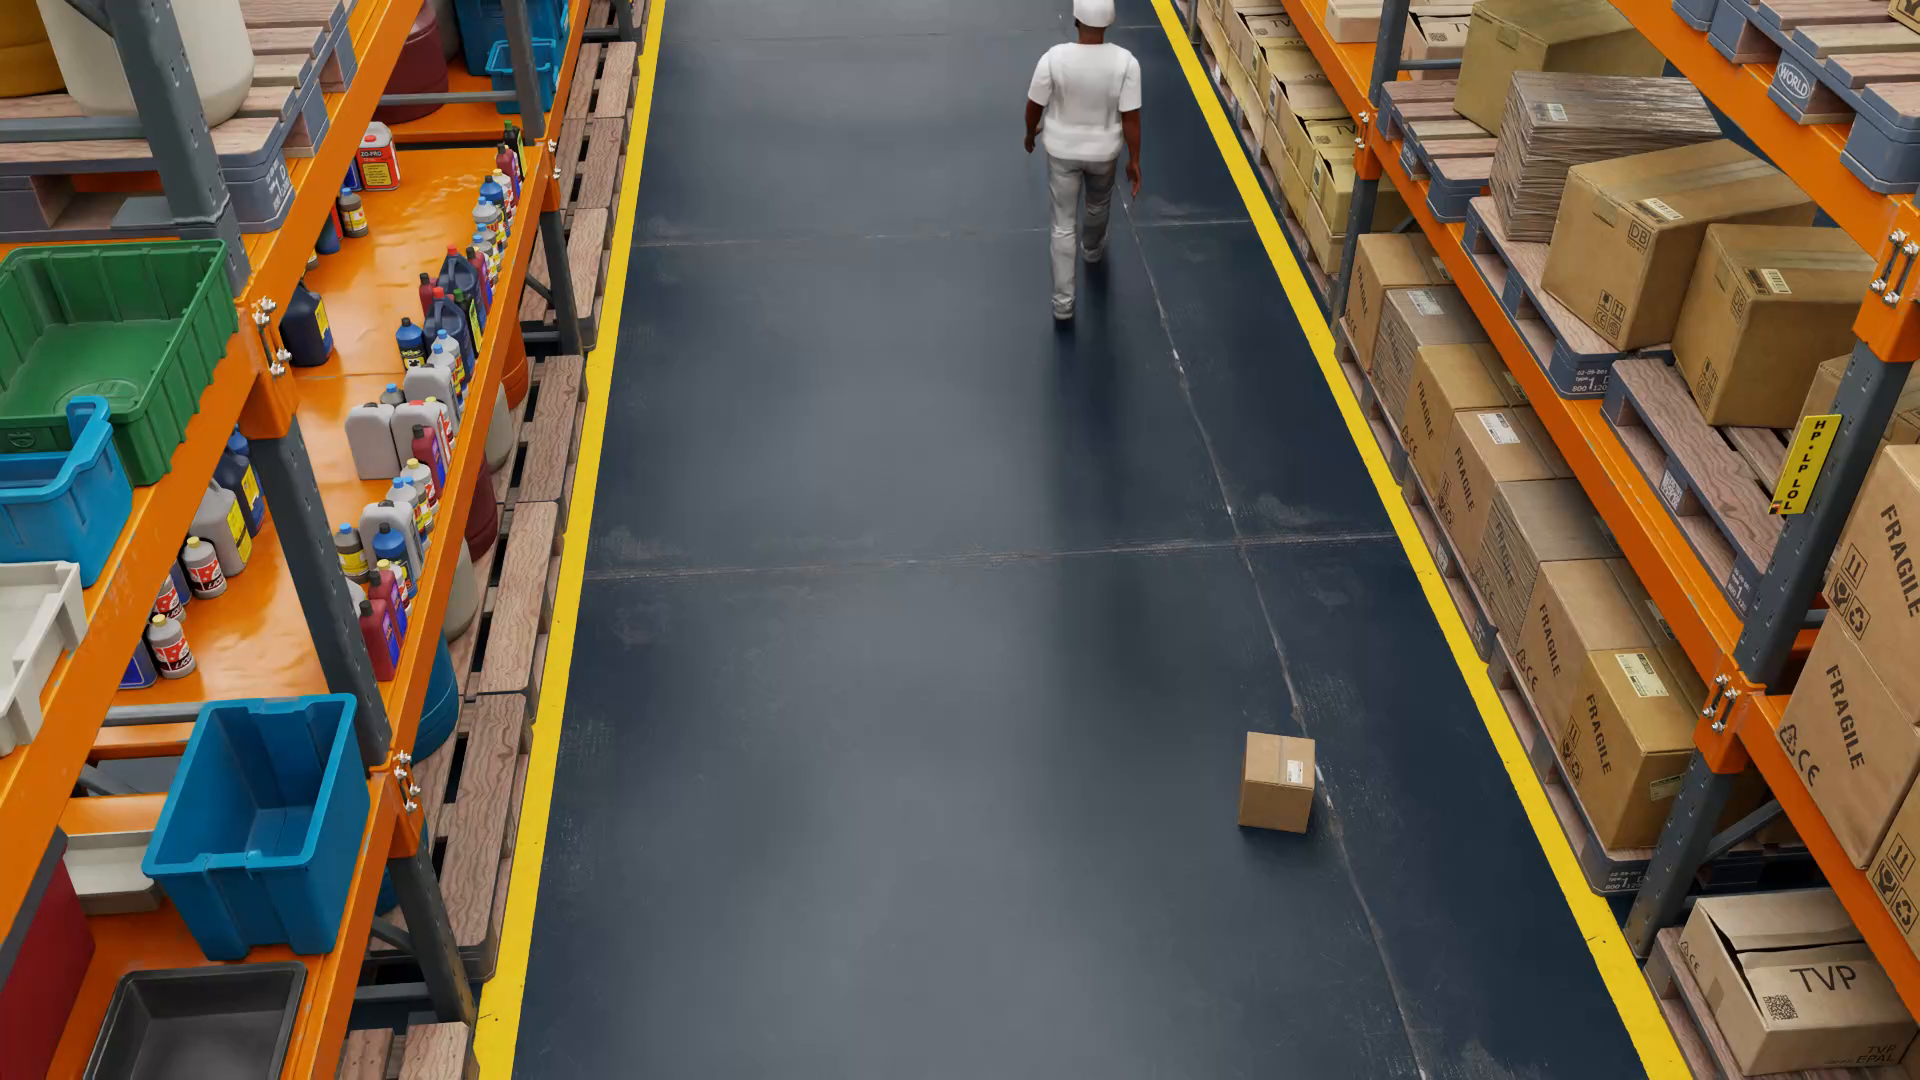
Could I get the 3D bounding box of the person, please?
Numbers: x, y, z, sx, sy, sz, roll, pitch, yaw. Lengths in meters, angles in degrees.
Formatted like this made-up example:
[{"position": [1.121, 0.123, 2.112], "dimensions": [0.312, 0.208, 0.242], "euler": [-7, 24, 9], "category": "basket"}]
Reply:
[{"position": [0.643, -2.108, 8.752], "dimensions": [0.610, 1.720, 1.015], "euler": [0, 39, 0], "category": "person"}]
